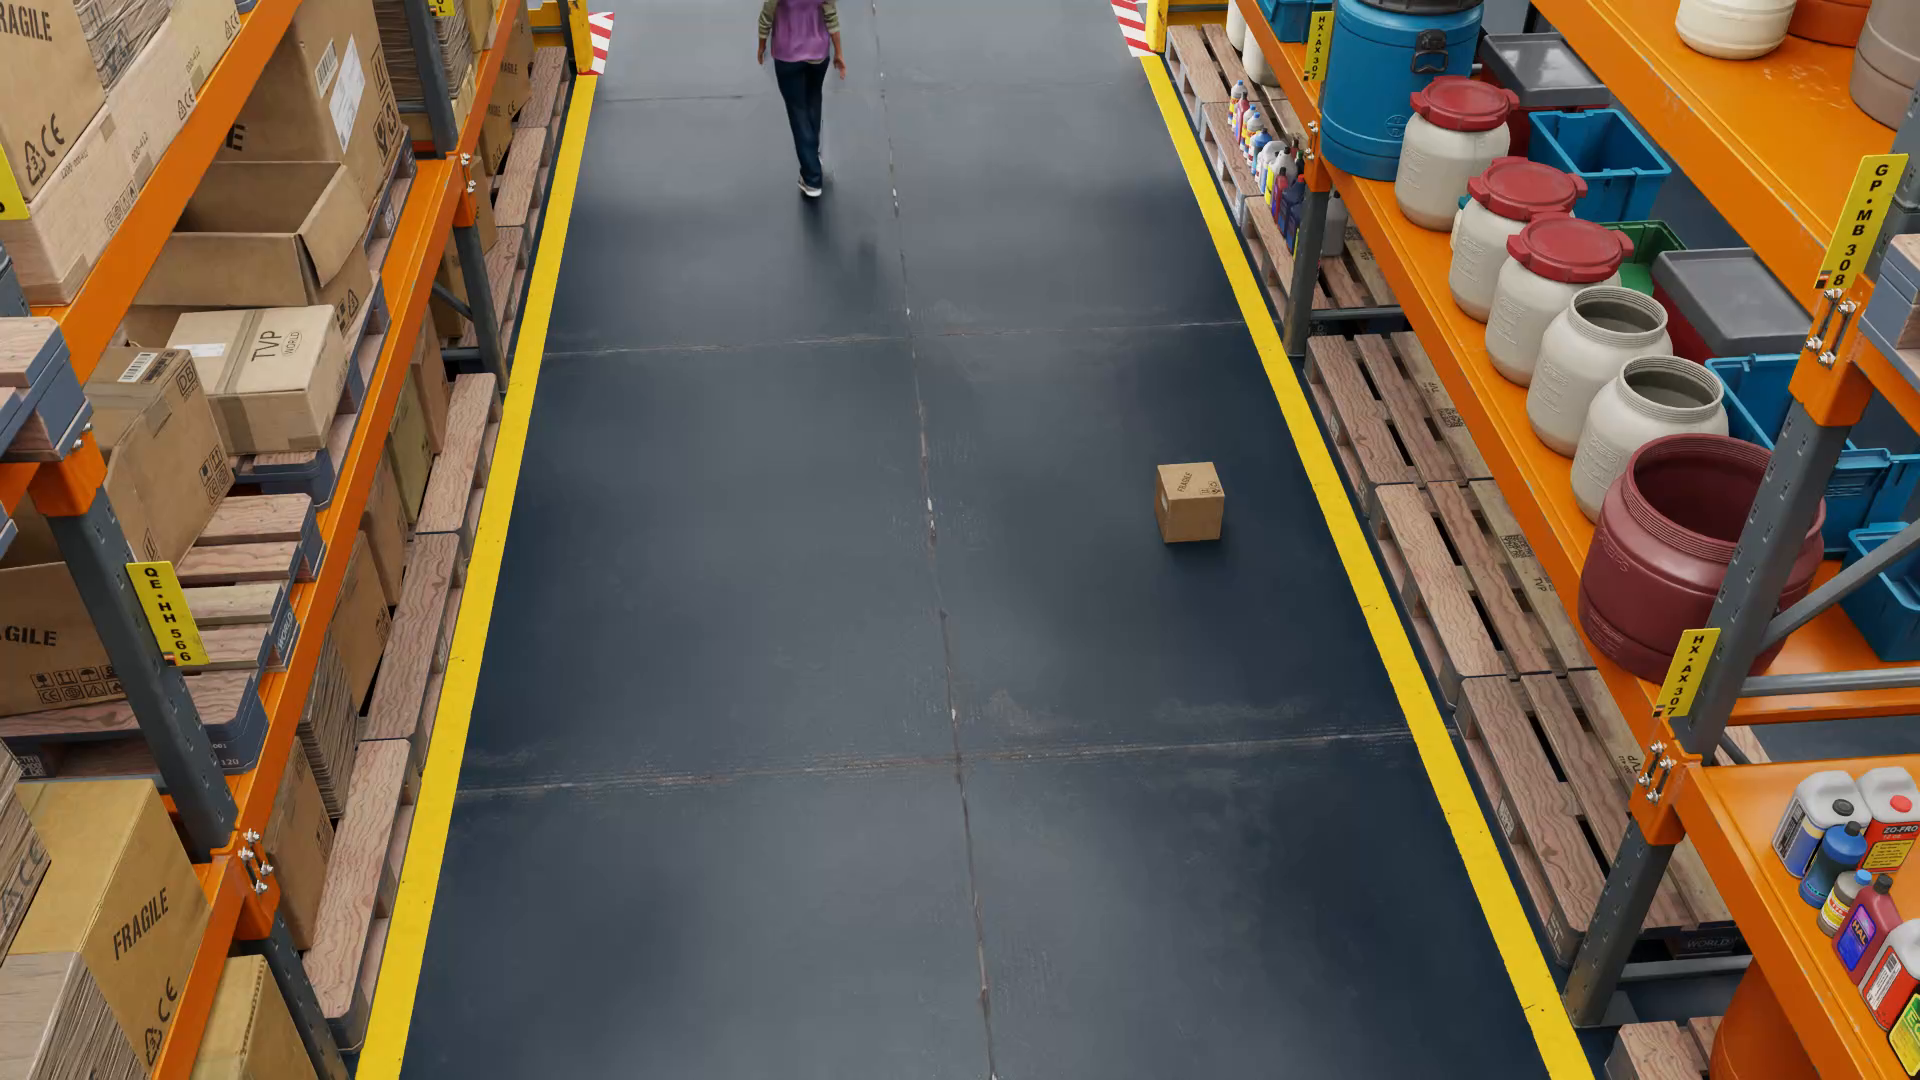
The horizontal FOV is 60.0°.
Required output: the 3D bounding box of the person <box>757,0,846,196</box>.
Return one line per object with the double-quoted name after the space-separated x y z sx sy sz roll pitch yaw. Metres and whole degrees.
-0.927 -2.777 9.523 0.454 1.628 0.667 -16 42 -18 "person"
